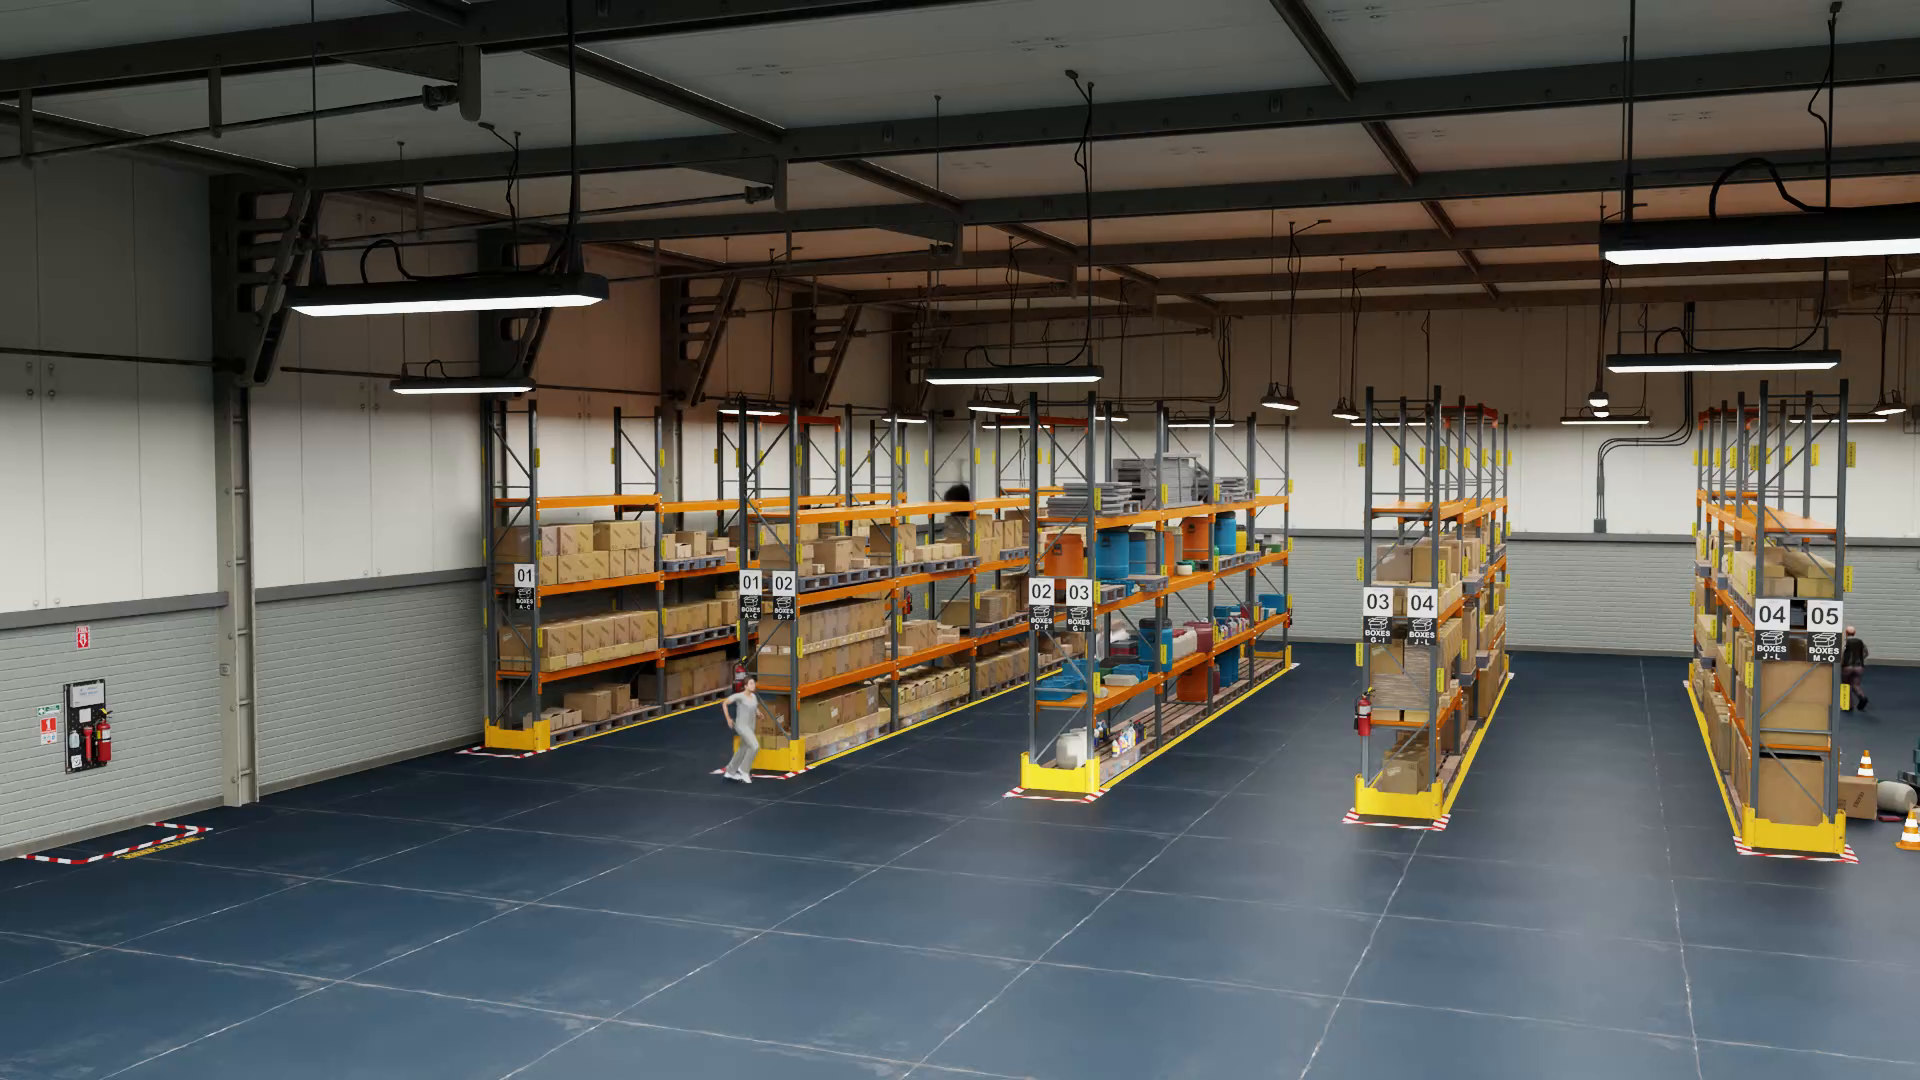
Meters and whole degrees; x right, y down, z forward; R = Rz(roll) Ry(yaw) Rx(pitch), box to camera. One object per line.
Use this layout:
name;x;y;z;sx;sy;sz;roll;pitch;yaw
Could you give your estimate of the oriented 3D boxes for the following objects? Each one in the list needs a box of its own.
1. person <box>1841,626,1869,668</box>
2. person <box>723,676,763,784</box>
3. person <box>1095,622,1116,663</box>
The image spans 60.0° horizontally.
person;23.136;-0.143;35.547;11.192;5.205;6.571;0;3;4
person;-3.325;2.907;25.569;0.712;1.643;0.648;2;3;32
person;-3.509;3.320;16.497;12.737;1.749;34.380;2;4;41
